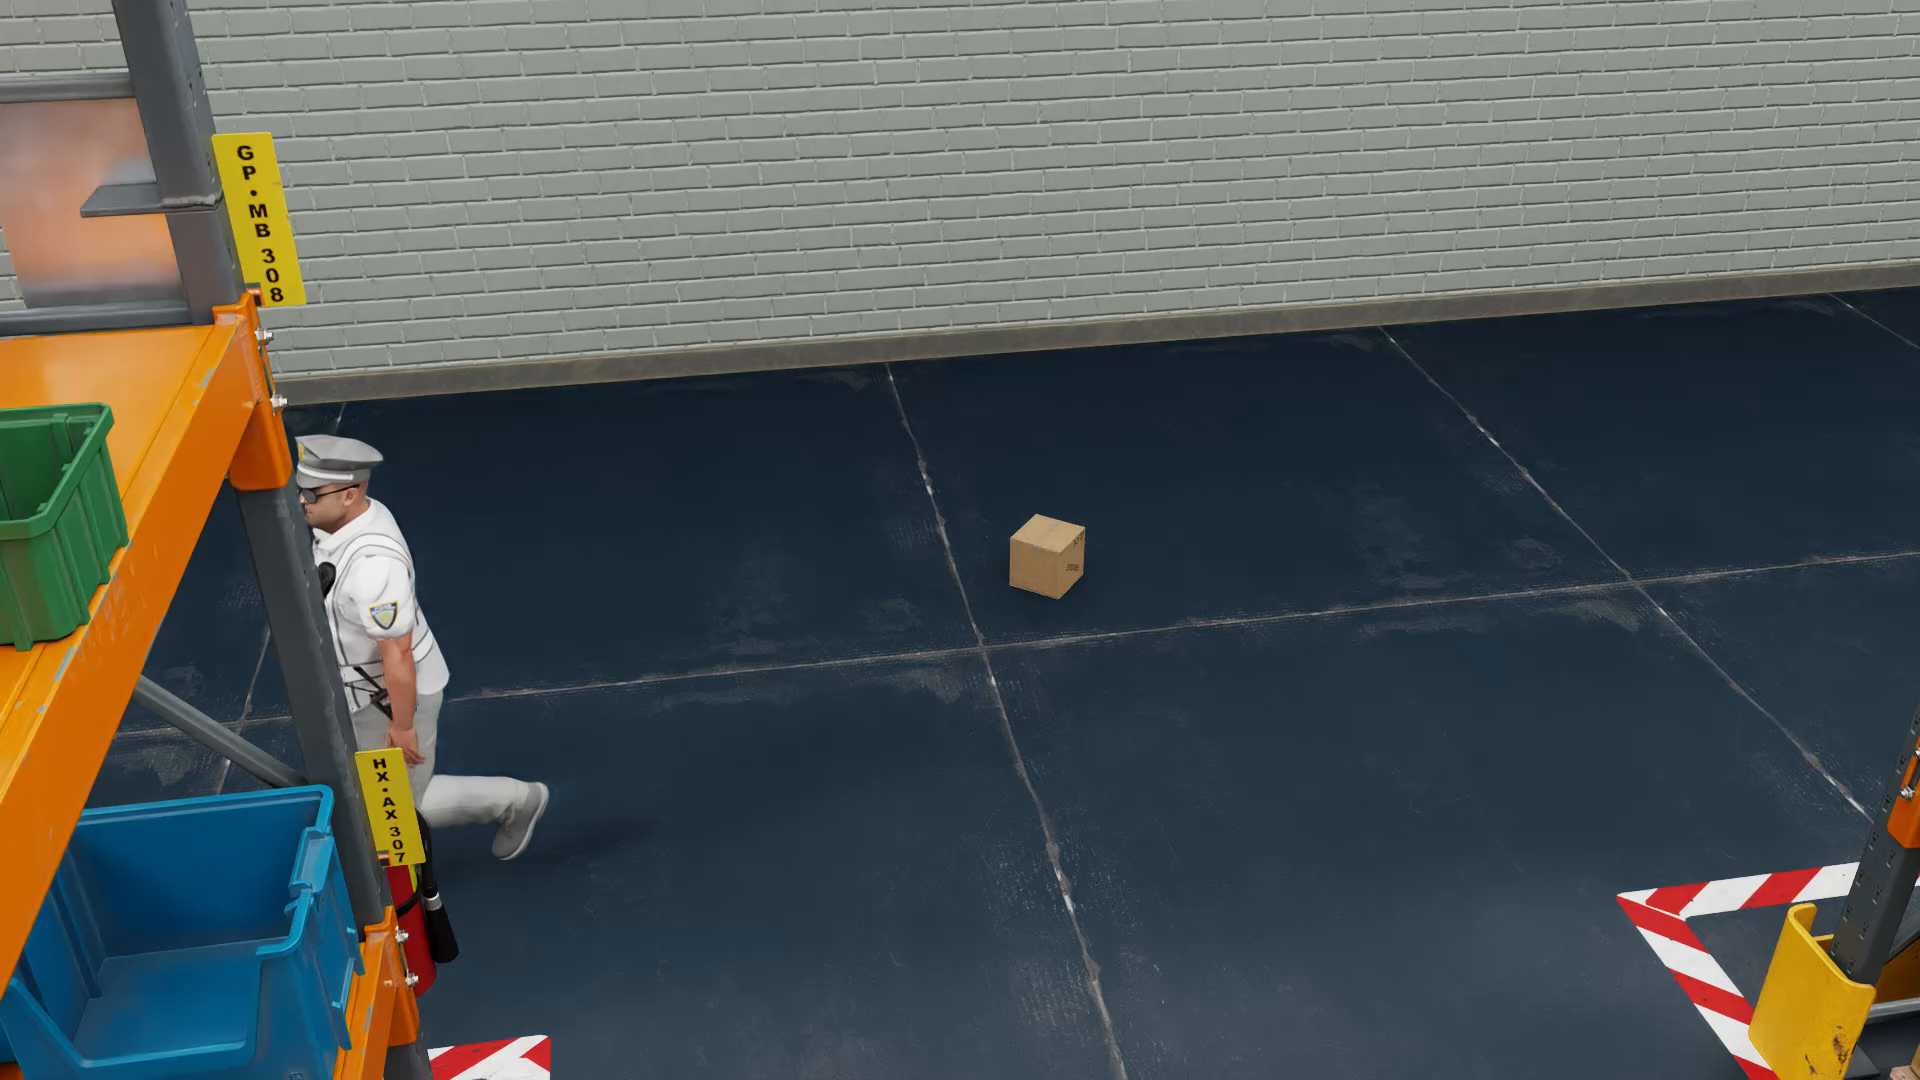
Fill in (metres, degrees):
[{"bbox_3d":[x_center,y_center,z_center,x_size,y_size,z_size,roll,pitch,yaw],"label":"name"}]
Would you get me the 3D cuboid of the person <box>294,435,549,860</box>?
[{"bbox_3d":[-1.810,0.445,5.327,0.766,1.733,0.555,-17,34,-26],"label":"person"}]
